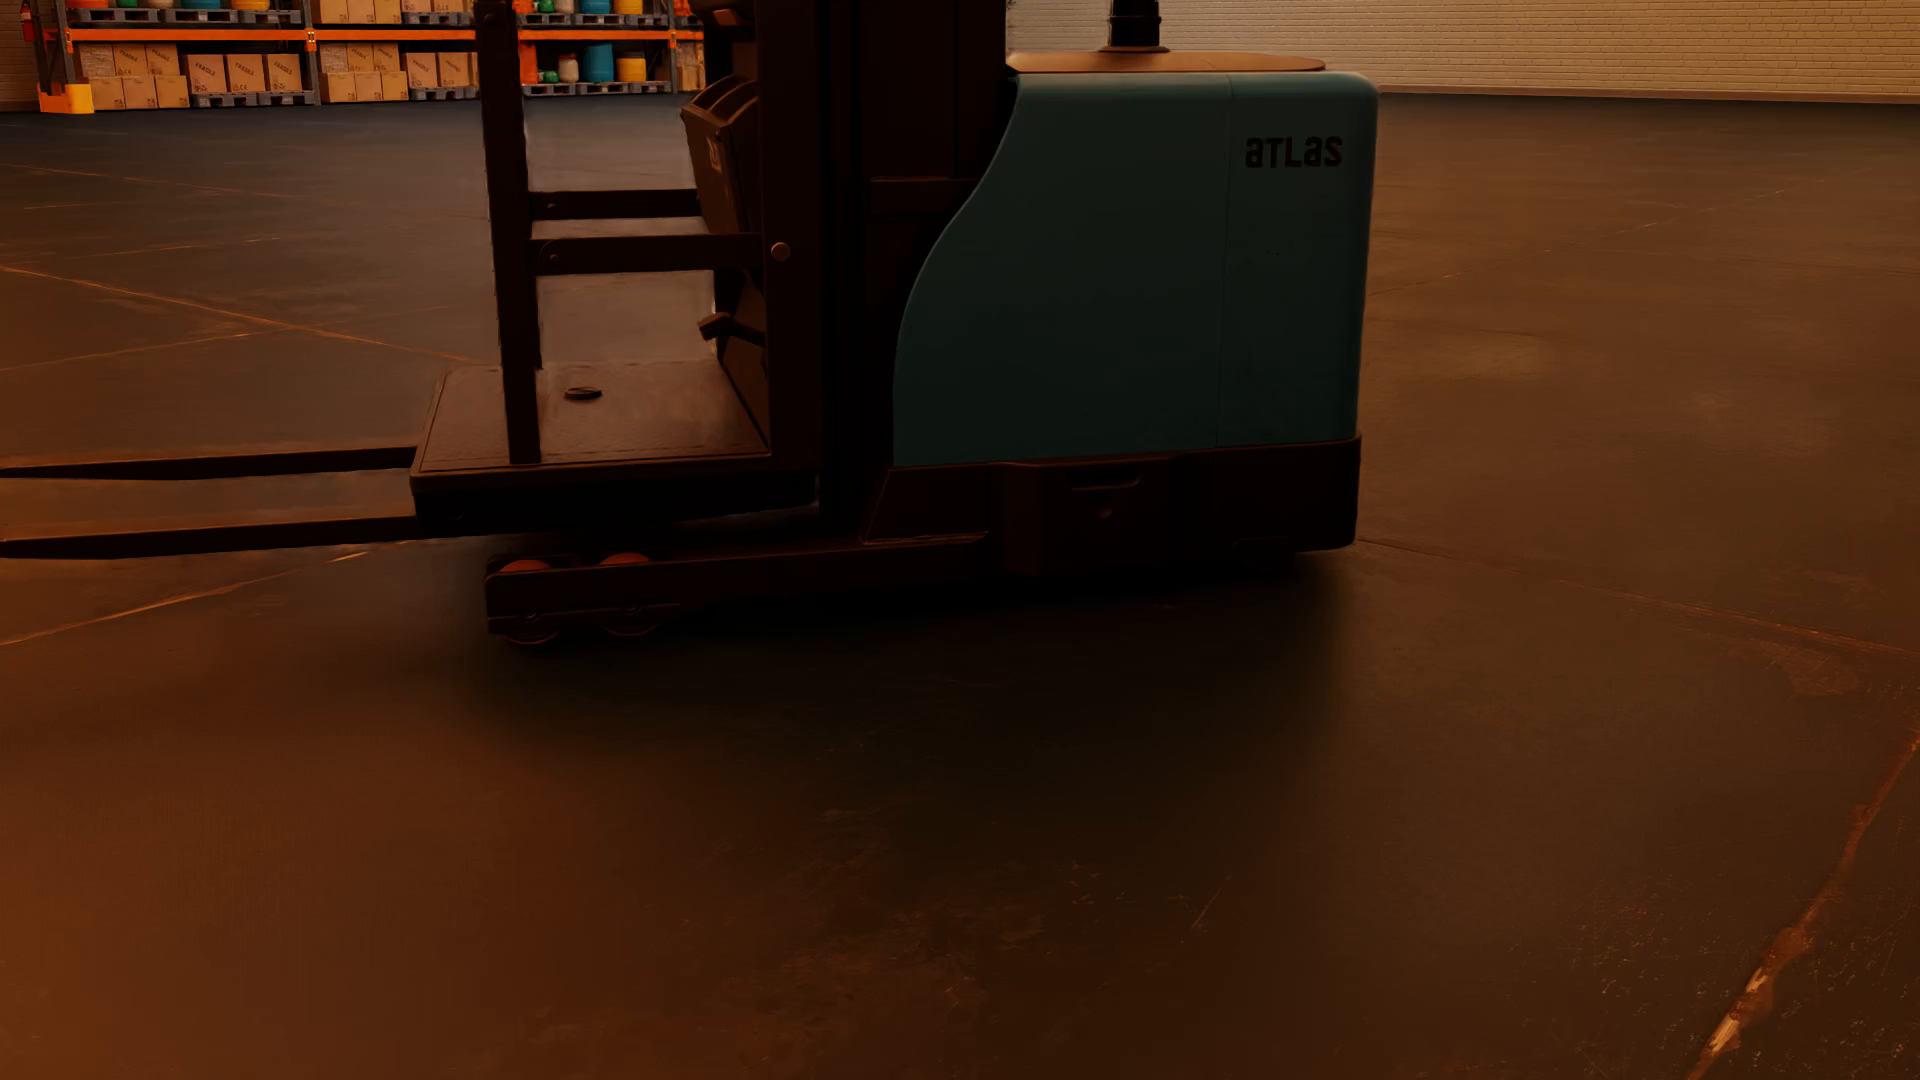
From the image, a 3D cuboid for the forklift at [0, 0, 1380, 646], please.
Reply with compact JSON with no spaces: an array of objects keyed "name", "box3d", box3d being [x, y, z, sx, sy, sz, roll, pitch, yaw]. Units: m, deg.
[{"name":"forklift","box3d":[-0.691,-1.364,3.391,3.031,2.935,1.130,-4,17,-13]}]
